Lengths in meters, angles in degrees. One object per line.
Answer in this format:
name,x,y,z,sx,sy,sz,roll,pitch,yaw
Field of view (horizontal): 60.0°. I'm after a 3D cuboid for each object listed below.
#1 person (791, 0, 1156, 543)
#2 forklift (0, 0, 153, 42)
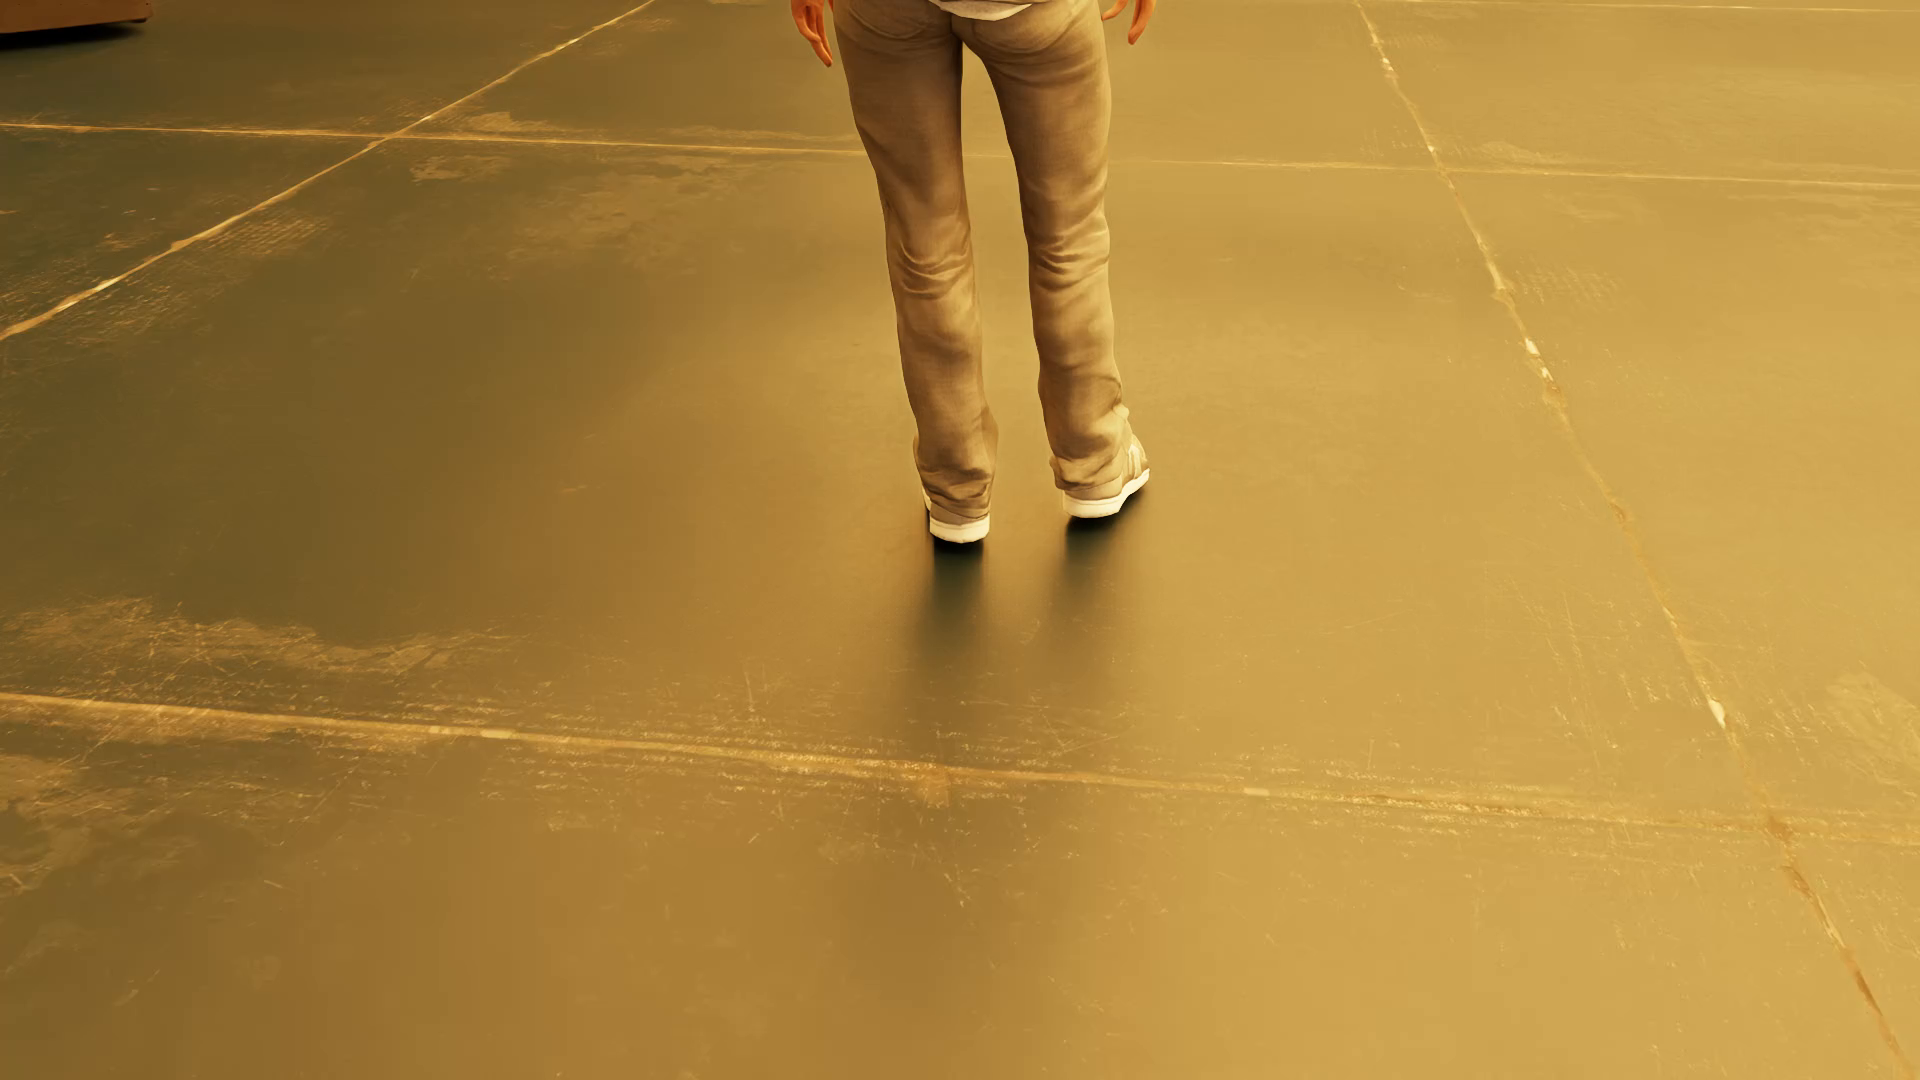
person,0.024,-0.753,2.204,0.520,1.597,0.475,3,27,7
forklift,-4.436,-3.583,6.399,1.130,2.935,3.031,-22,34,-37
